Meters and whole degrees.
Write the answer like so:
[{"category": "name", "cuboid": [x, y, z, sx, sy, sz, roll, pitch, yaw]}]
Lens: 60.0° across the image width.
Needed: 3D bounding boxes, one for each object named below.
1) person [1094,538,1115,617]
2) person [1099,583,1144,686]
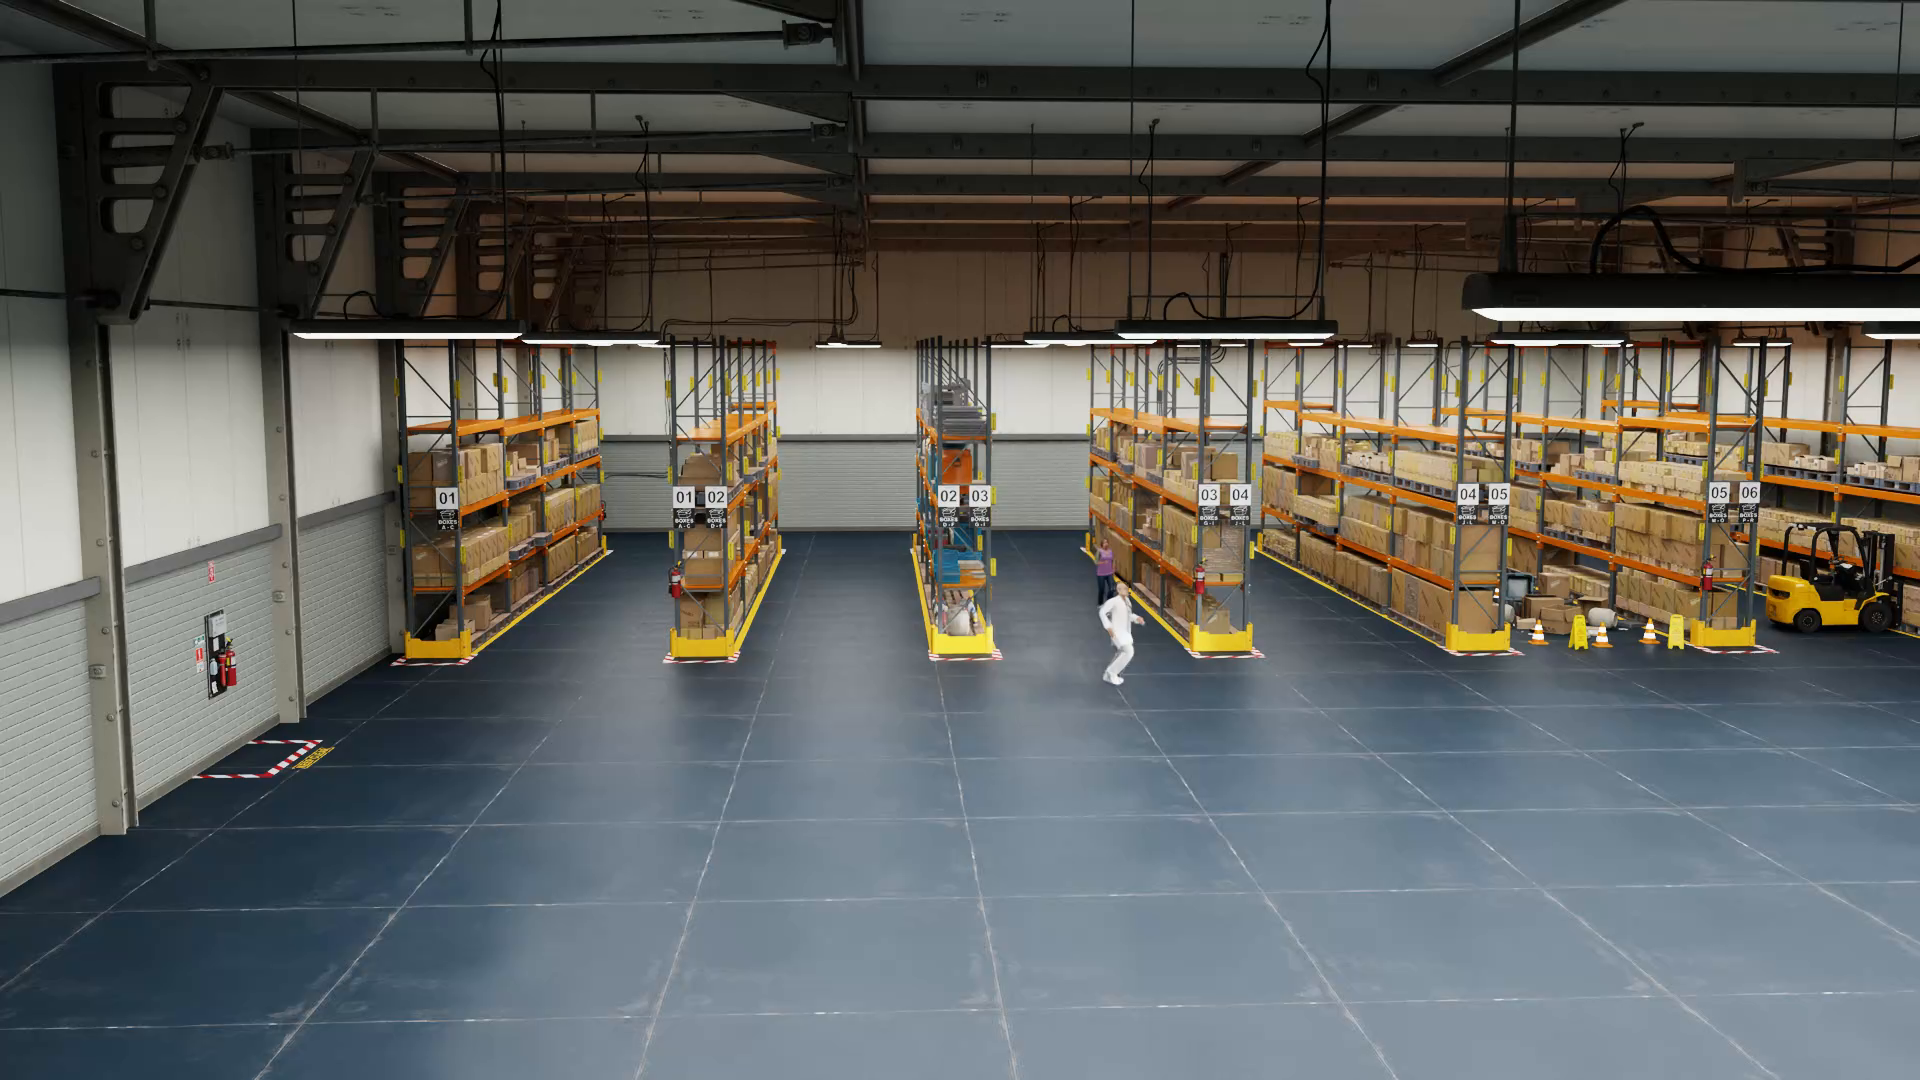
[{"category": "person", "cuboid": [3.060, 0.773, 34.973, 0.514, 1.634, 0.660, -1, 7, -11]}, {"category": "person", "cuboid": [2.796, 1.613, 28.566, 0.714, 1.767, 0.709, 4, 7, 30]}]
